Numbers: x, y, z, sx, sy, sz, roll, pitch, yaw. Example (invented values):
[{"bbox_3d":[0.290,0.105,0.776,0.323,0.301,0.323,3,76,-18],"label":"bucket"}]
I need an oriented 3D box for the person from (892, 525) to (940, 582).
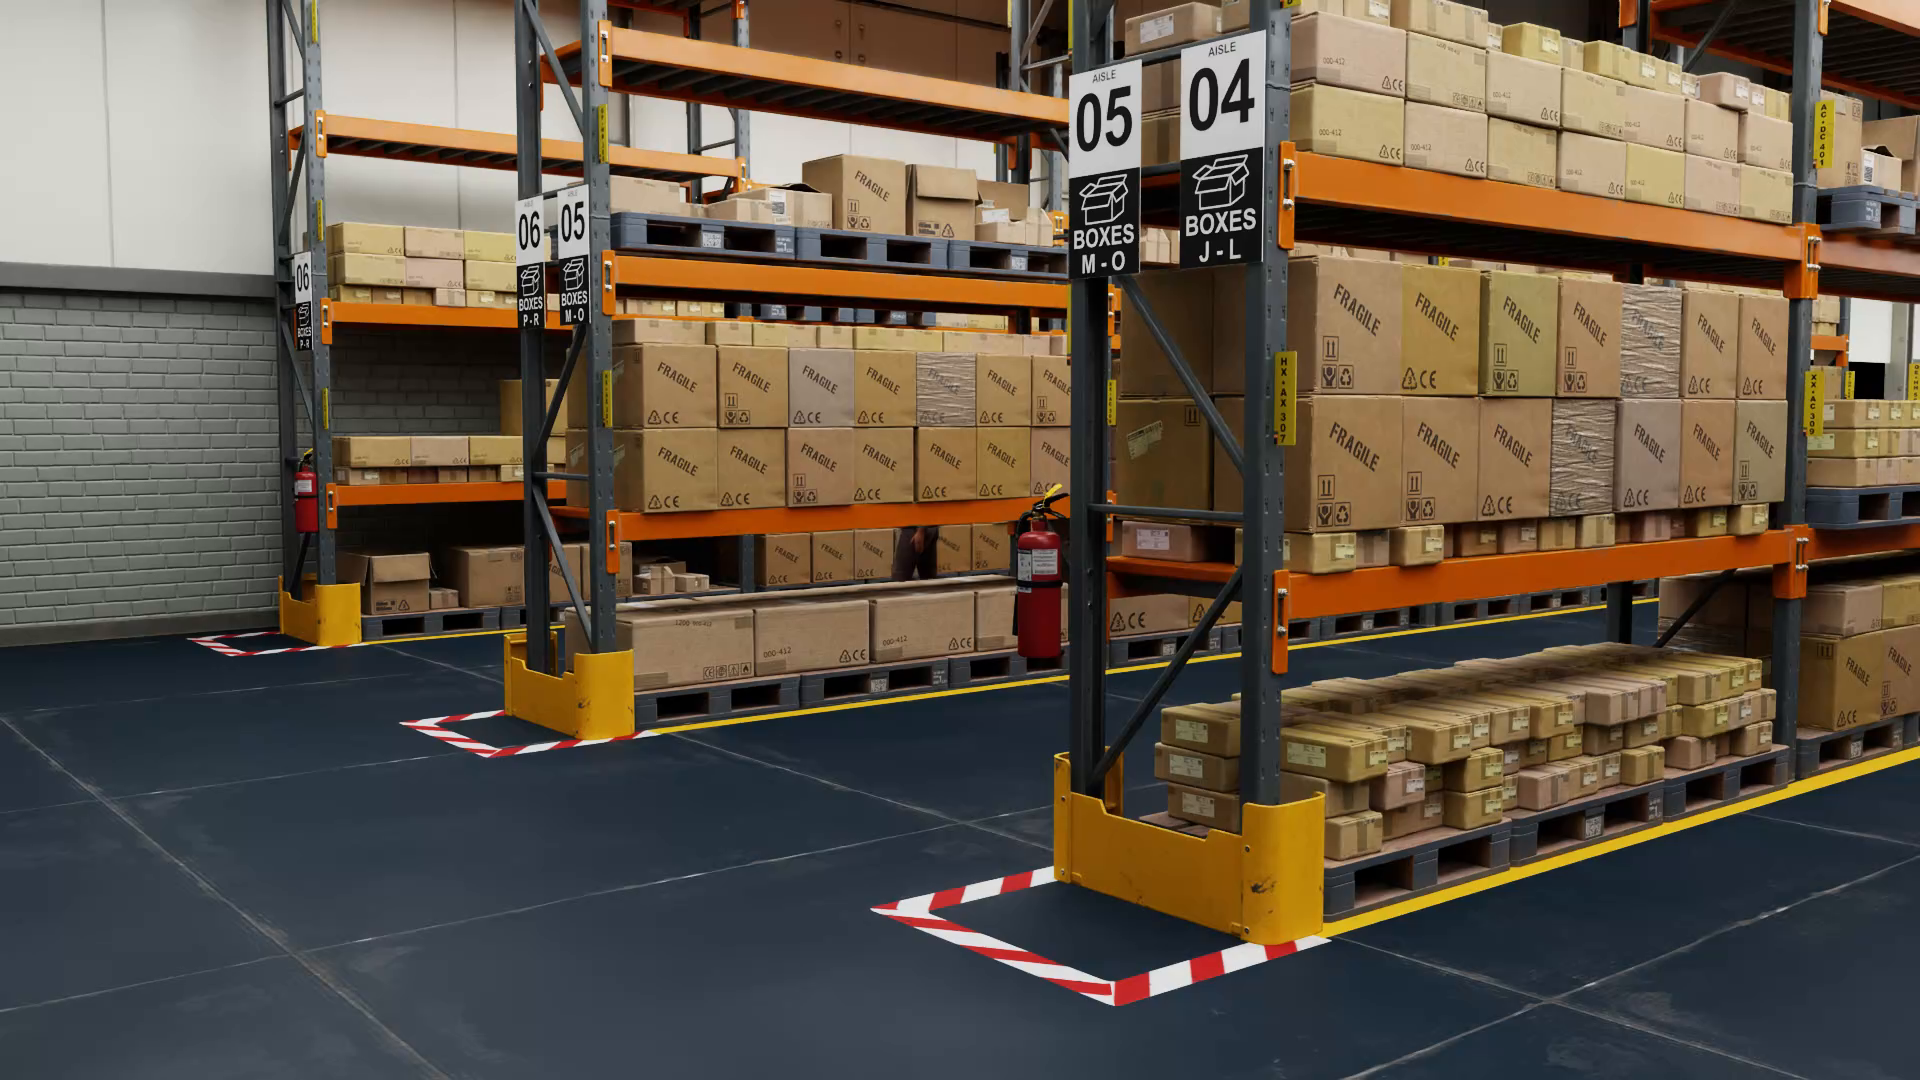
[{"bbox_3d":[-0.432,-0.067,14.463,0.672,1.719,0.567,1,4,15],"label":"person"}]
